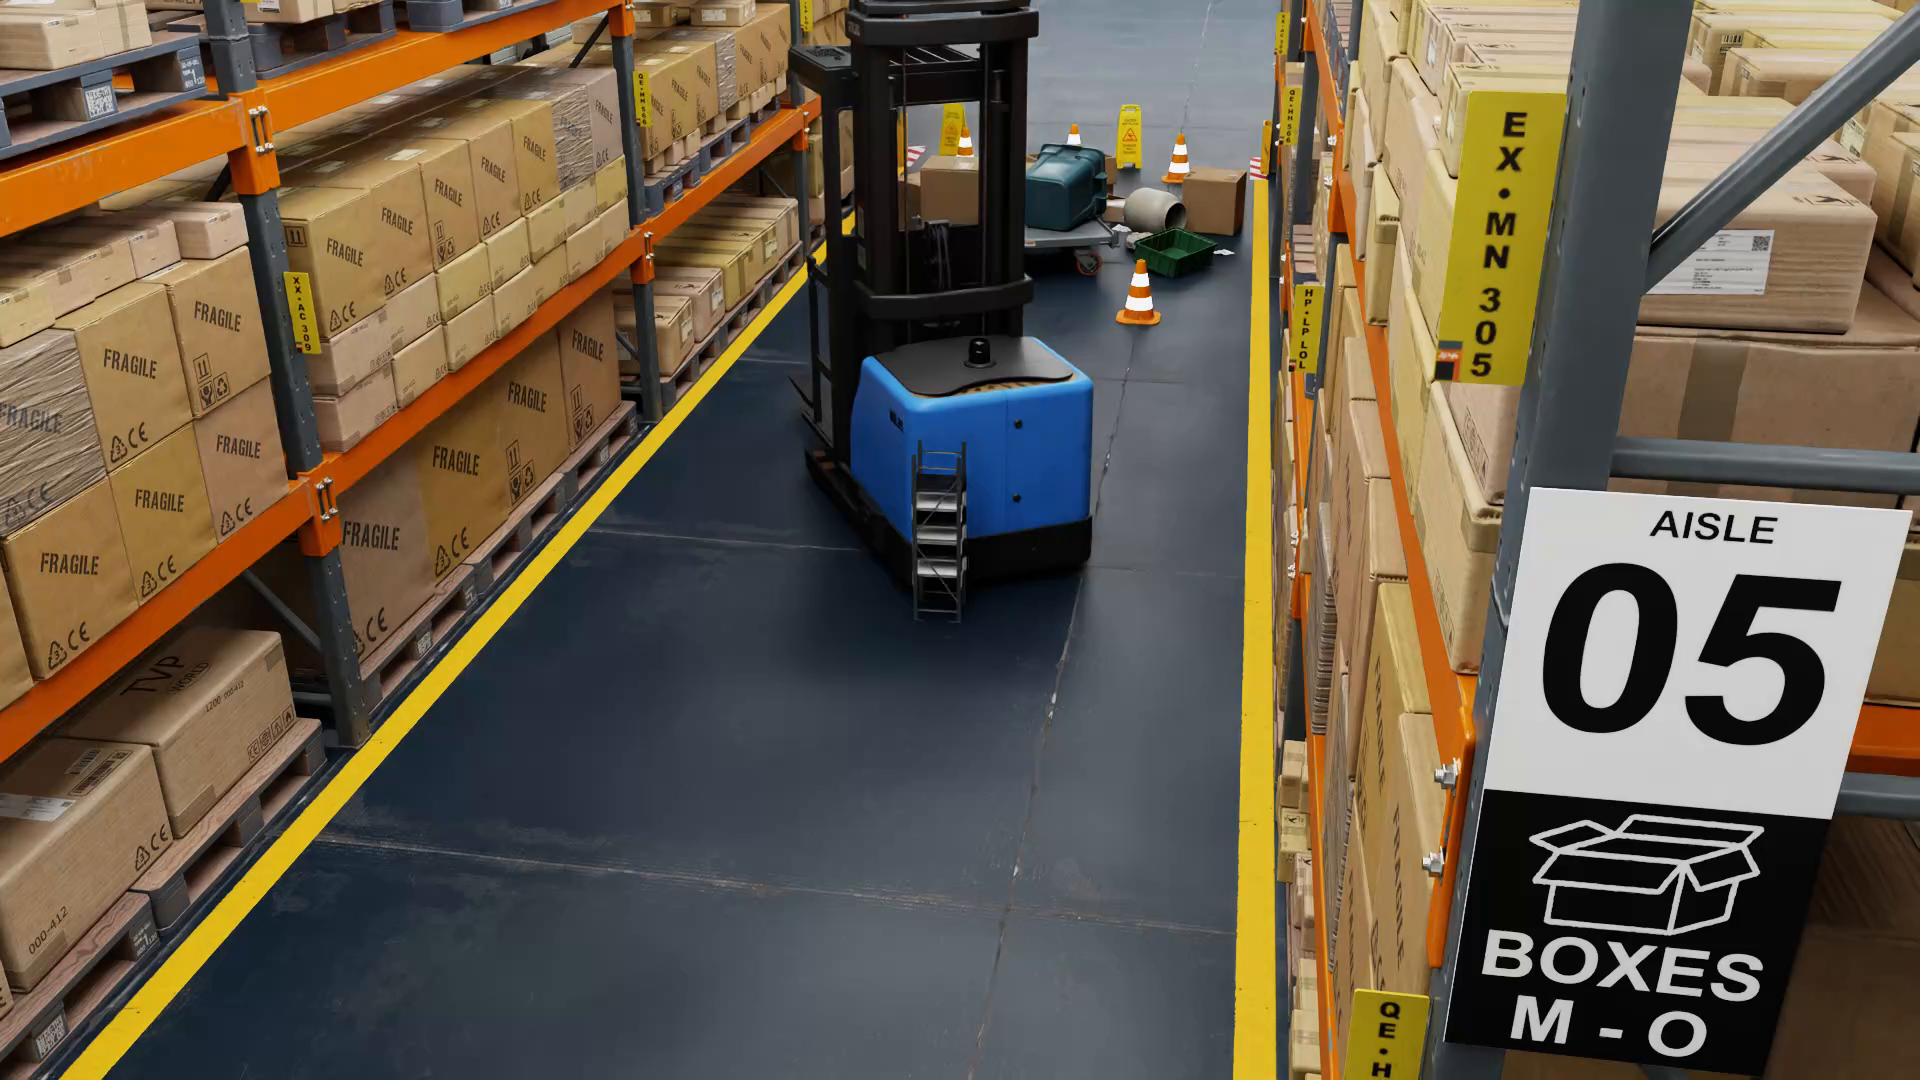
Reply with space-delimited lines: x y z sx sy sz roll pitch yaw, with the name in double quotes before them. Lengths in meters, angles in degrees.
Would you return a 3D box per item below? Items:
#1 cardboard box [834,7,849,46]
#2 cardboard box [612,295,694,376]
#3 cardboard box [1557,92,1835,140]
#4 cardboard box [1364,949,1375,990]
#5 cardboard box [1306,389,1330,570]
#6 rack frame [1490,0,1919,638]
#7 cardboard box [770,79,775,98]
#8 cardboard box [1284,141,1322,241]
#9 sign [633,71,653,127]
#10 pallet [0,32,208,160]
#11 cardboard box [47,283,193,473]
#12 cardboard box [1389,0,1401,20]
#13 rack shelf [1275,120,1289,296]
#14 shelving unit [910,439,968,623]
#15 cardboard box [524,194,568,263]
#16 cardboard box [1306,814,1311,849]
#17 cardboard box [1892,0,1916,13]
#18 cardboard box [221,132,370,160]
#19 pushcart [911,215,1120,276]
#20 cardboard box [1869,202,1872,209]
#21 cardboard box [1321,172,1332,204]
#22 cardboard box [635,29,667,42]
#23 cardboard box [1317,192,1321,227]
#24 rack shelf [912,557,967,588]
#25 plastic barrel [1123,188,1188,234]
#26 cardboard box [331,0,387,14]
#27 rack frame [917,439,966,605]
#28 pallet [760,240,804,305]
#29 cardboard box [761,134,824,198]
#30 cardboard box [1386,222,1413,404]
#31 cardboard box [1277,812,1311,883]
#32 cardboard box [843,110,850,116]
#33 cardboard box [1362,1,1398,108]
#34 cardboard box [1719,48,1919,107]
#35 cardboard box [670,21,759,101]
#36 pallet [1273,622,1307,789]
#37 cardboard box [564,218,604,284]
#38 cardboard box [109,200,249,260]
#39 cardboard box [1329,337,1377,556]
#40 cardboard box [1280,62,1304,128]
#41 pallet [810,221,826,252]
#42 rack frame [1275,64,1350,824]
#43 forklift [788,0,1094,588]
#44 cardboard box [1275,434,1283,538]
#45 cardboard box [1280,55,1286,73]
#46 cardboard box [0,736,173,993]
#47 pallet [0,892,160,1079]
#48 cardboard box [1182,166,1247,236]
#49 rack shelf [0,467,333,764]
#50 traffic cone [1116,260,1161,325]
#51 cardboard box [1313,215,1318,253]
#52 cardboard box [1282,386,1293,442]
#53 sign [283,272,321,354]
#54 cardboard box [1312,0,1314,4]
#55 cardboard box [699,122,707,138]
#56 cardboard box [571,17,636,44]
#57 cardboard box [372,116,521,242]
"cardboard box" -1.304 -4.605 15.081 0.500 0.500 0.500 4 25 8
"cardboard box" -2.356 -1.402 11.312 0.950 0.372 0.625 2 25 5
"cardboard box" 1.077 -0.581 2.531 0.380 0.149 0.250 3 25 7
"cardboard box" 0.954 1.094 2.905 0.500 0.500 0.500 5 25 10
"cardboard box" 1.458 -0.183 5.634 0.500 0.500 0.500 4 25 8
"rack frame" 1.134 -1.237 1.278 1.000 3.000 0.127 4 25 9
"cardboard box" -1.677 -3.572 13.145 0.380 0.149 0.250 3 25 7
"cardboard box" 2.250 -2.118 10.119 0.500 0.500 0.500 4 25 9
"sign" -1.910 -2.654 10.015 0.100 0.325 0.005 4 25 9
"pallet" -3.256 -1.470 5.420 1.003 0.211 1.213 4 25 9
"cardboard box" -3.008 -0.564 5.618 0.500 0.500 0.500 4 25 8
"cardboard box" 1.352 -1.460 4.409 0.380 0.149 0.250 3 25 7
"rack shelf" 2.769 -2.376 11.637 1.077 0.370 4.000 4 25 9
"shelving unit" -0.102 -0.039 8.271 0.258 0.900 0.210 3 25 6
"cardboard box" -2.431 -1.675 8.876 0.500 0.250 0.500 3 25 7
"cardboard box" 1.460 1.015 6.060 0.380 0.149 0.250 4 25 9
"cardboard box" 7.937 -4.411 13.488 0.500 0.500 0.500 4 25 9
"cardboard box" -3.107 -1.623 7.883 0.500 0.500 0.500 5 26 10
"pushcart" 0.453 -2.515 14.177 1.648 0.377 0.936 -5 25 -10
"cardboard box" 1.547 -0.421 2.660 0.500 0.250 0.500 4 25 8
"cardboard box" 2.089 -1.817 8.693 0.380 0.149 0.250 4 25 8
"cardboard box" -2.413 -3.402 12.017 0.500 0.500 0.500 3 25 6
"cardboard box" 2.122 -1.775 8.954 0.380 0.149 0.250 5 26 11
"rack shelf" -0.102 0.154 8.361 0.258 0.077 0.200 3 25 6
"plastic barrel" 1.767 -2.953 15.059 0.421 0.421 0.512 -20 32 -36
"cardboard box" -2.682 -2.436 6.765 0.500 0.500 0.500 4 25 8
"rack frame" -0.090 -0.082 8.362 0.240 0.900 0.006 3 25 6
"pallet" -1.930 -2.251 13.809 1.003 0.211 1.213 4 25 9
"cardboard box" -1.442 -3.352 14.736 0.500 0.500 0.500 5 26 11
"cardboard box" 1.118 -0.439 3.289 0.500 0.250 0.500 5 26 11
"cardboard box" 1.368 1.149 6.124 0.380 0.149 0.250 5 26 10
"cardboard box" -1.239 -4.022 15.402 0.380 0.149 0.250 5 26 12
"cardboard box" 1.386 -1.317 4.574 0.500 0.250 0.500 4 25 8
"cardboard box" 1.566 -0.768 2.930 0.380 0.149 0.250 5 25 10
"cardboard box" -1.824 -3.578 12.391 0.500 0.500 0.500 5 26 10
"pallet" 1.914 0.744 7.411 1.003 0.211 1.213 4 25 9
"cardboard box" -2.353 -1.654 9.423 0.500 0.250 0.500 4 25 9
"cardboard box" -2.848 -1.135 6.073 0.380 0.149 0.250 4 25 7
"cardboard box" 1.291 -0.227 4.549 0.500 0.500 0.500 4 25 9
"cardboard box" 2.744 -3.383 12.821 0.500 0.500 0.500 4 25 9
"pallet" -1.730 -2.860 15.111 1.003 0.211 1.213 4 25 9
"rack frame" 1.788 -0.193 6.124 1.000 3.000 0.127 4 25 9
"forklift" -0.292 -1.682 9.386 1.130 2.935 3.031 -9 27 -19
"cardboard box" 1.916 -0.220 8.635 0.500 0.500 0.500 3 25 7
"cardboard box" 3.449 -4.664 15.499 0.875 0.550 0.550 4 25 9
"cardboard box" -3.466 1.106 5.875 0.875 0.438 0.875 3 25 7
"pallet" -3.511 1.594 5.596 1.003 0.211 1.213 4 25 9
"cardboard box" 2.337 -3.128 15.340 0.500 0.500 0.500 8 26 18
"rack shelf" -3.439 0.669 5.132 1.077 0.370 4.000 4 25 9
"traffic cone" 1.386 -1.934 12.835 0.336 0.463 0.334 4 25 9
"cardboard box" 2.125 -1.657 9.052 0.380 0.149 0.250 5 26 11
"cardboard box" 1.914 -0.574 8.506 0.500 0.250 0.500 4 25 9
"sign" -2.564 -0.884 6.485 0.100 0.325 0.005 4 25 9
"cardboard box" 2.086 -3.049 8.570 0.500 0.500 0.500 4 25 9
"cardboard box" -2.017 -2.934 11.780 0.380 0.149 0.250 5 26 11
"cardboard box" -2.469 -3.534 11.533 0.380 0.149 0.250 3 25 6
"cardboard box" -2.538 -1.797 8.253 0.500 0.500 0.500 4 25 8
